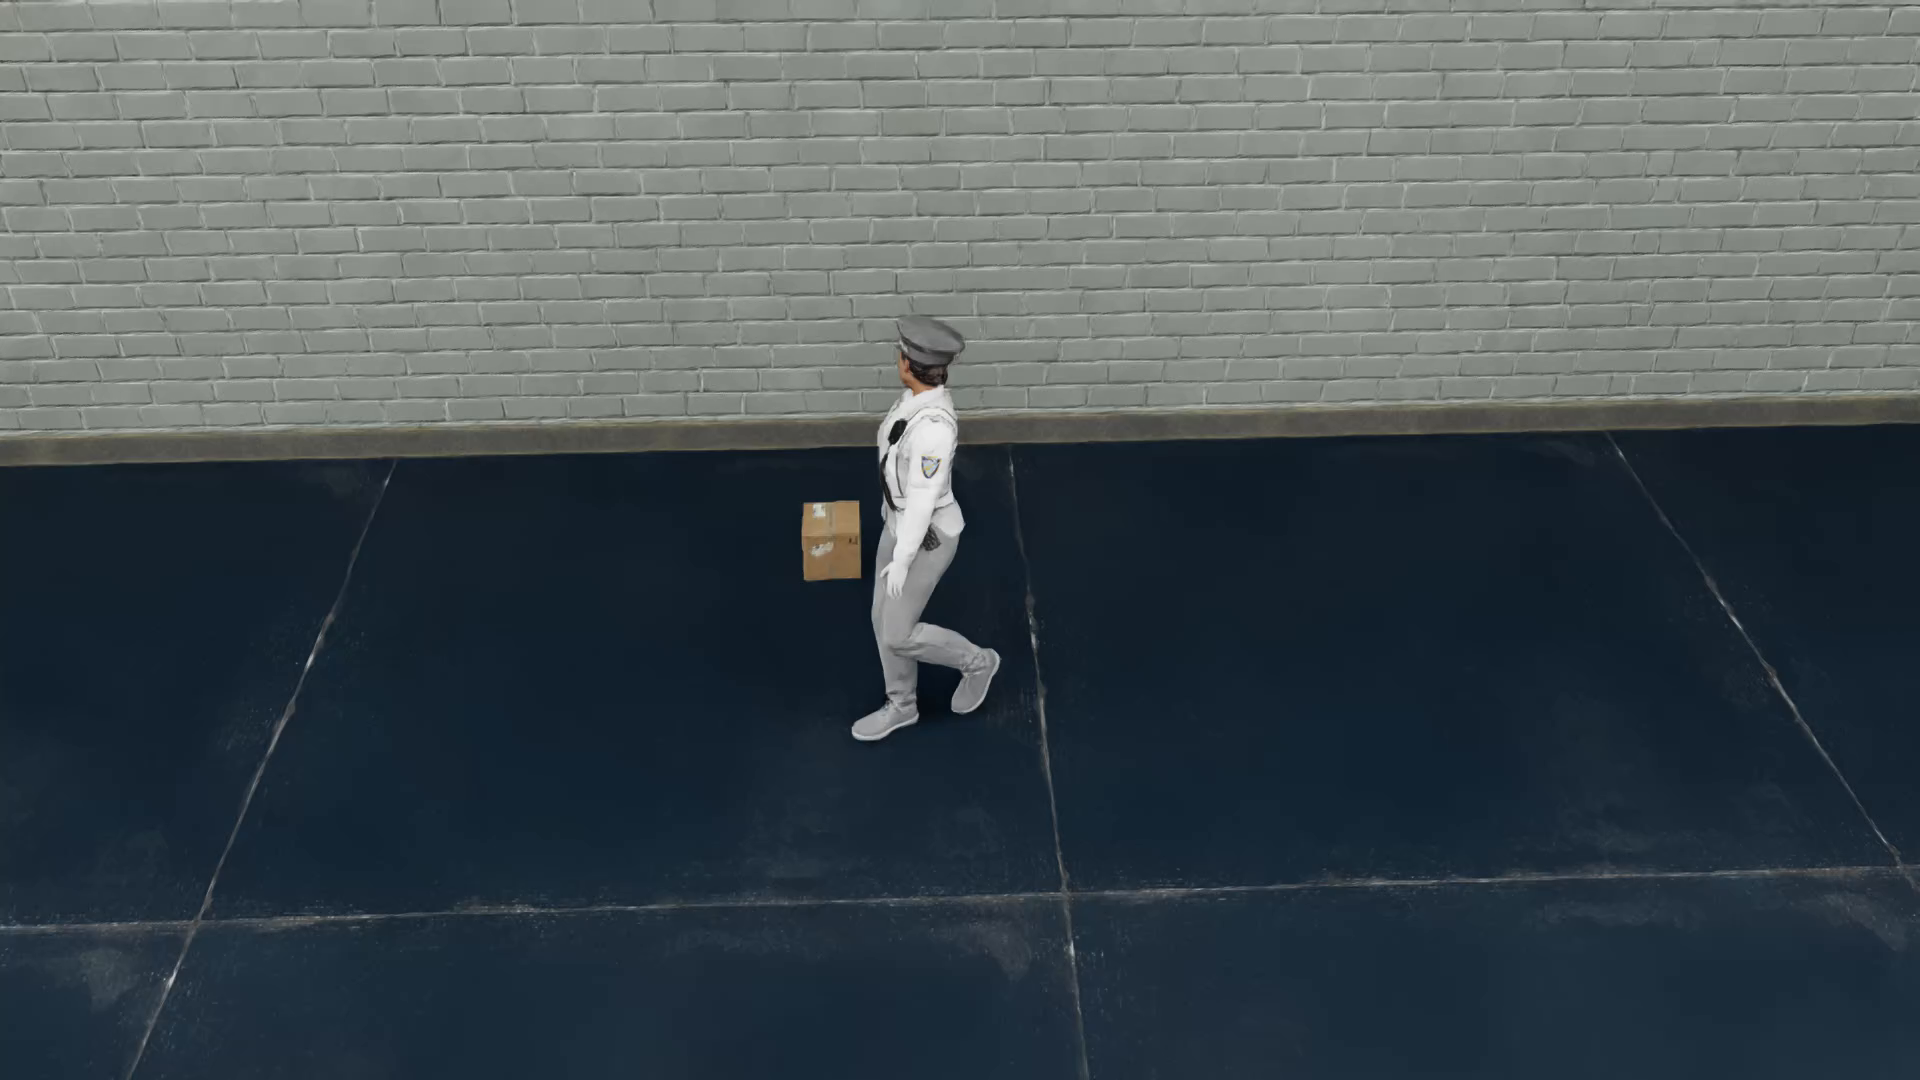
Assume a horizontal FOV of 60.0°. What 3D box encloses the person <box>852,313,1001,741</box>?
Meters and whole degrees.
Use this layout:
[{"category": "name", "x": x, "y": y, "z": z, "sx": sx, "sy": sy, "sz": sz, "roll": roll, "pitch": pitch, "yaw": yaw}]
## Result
[{"category": "person", "x": -0.177, "y": -0.033, "z": 6.214, "sx": 0.593, "sy": 1.625, "sz": 0.527, "roll": -8, "pitch": 36, "yaw": -11}]
